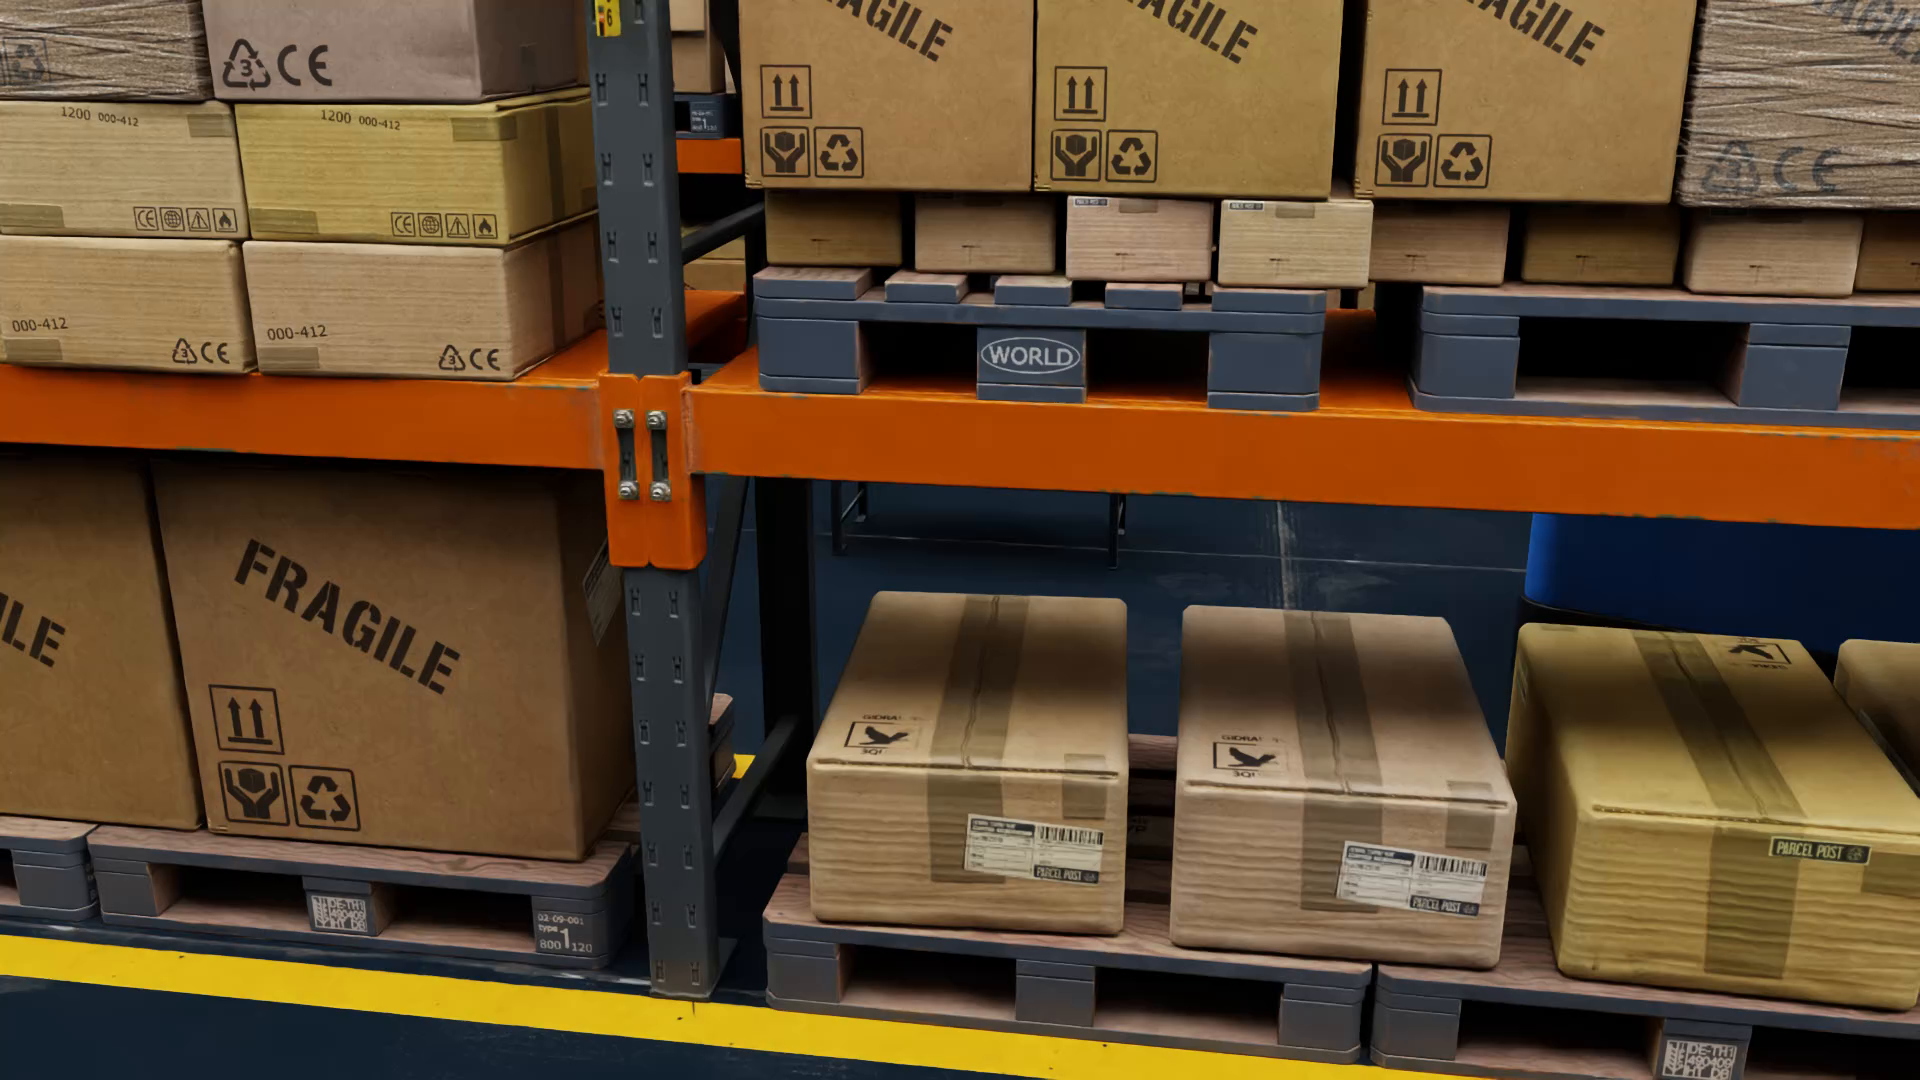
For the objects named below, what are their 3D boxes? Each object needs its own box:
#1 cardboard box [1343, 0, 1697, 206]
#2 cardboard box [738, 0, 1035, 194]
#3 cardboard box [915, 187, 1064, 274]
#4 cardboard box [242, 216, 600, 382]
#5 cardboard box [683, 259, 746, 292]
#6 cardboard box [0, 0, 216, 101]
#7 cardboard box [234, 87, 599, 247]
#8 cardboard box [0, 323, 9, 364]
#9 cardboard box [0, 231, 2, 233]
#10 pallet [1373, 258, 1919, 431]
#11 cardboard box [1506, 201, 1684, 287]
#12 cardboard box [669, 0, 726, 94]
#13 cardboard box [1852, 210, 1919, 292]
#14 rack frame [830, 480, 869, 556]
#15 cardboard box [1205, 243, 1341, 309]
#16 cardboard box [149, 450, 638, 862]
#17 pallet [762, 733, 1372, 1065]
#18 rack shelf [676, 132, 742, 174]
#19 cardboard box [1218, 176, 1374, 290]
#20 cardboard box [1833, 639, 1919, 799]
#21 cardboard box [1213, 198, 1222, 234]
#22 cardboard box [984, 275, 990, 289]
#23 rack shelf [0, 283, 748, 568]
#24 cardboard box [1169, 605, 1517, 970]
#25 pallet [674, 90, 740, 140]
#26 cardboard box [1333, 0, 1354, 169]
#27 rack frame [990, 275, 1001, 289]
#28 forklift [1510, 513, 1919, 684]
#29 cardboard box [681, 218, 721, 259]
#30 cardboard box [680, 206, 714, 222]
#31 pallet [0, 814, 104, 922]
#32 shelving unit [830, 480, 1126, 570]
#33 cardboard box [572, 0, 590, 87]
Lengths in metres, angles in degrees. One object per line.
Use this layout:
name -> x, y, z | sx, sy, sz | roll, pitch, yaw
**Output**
cardboard box -> 0.946, -0.868, 2.881 | 0.500, 0.500, 0.500 | 3, 19, 10
cardboard box -> -0.095, -0.916, 3.026 | 0.500, 0.500, 0.500 | 2, 19, 7
cardboard box -> 0.062, -0.605, 3.117 | 0.250, 0.149, 0.380 | 2, 19, 5
cardboard box -> -1.043, -0.497, 3.297 | 0.500, 0.250, 0.500 | 2, 19, 7
cardboard box -> -1.180, -1.201, 8.442 | 0.500, 0.500, 0.500 | 4, 19, 11
cardboard box -> -1.563, -1.113, 3.168 | 0.500, 0.500, 0.500 | 3, 19, 10
cardboard box -> -1.021, -0.735, 3.220 | 0.500, 0.250, 0.500 | 3, 19, 8
cardboard box -> -2.045, -0.548, 3.450 | 0.500, 0.250, 0.500 | 3, 19, 8
cardboard box -> -2.037, -0.779, 3.351 | 0.500, 0.250, 0.500 | 2, 19, 7
pallet -> 1.458, -0.446, 3.211 | 1.213, 0.211, 1.003 | 3, 19, 9
cardboard box -> 1.129, -0.566, 3.002 | 0.250, 0.149, 0.380 | 4, 19, 11
cardboard box -> -1.360, -2.451, 8.078 | 0.637, 0.503, 0.797 | 2, 19, 7
cardboard box -> 1.646, -0.543, 2.934 | 0.250, 0.149, 0.380 | 2, 19, 7
rack frame -> -0.418, -0.733, 6.129 | 0.032, 1.500, 0.500 | 3, 19, 9
cardboard box -> 1.541, -1.186, 8.201 | 0.625, 0.625, 0.875 | 4, 19, 10
cardboard box -> -1.172, 0.124, 3.893 | 0.875, 0.875, 0.875 | 3, 19, 8
pallet -> 0.268, 0.738, 3.764 | 1.213, 0.211, 1.003 | 3, 19, 9
rack shelf -> -1.694, -1.939, 8.503 | 4.000, 0.370, 1.077 | 3, 19, 9
cardboard box -> 0.593, -0.556, 2.972 | 0.250, 0.149, 0.380 | 3, 19, 9
cardboard box -> 2.218, 0.564, 3.371 | 0.625, 0.372, 0.950 | 4, 19, 12
cardboard box -> 0.637, -0.756, 3.571 | 0.250, 0.149, 0.380 | 2, 19, 6
cardboard box -> -0.091, -1.302, 8.744 | 0.500, 0.500, 0.500 | 4, 19, 11
rack shelf -> -2.478, -0.383, 3.855 | 4.000, 0.370, 1.077 | 3, 19, 9
cardboard box -> 0.783, 0.489, 3.593 | 0.625, 0.372, 0.950 | 3, 19, 8
pallet -> -1.640, -2.185, 8.407 | 1.213, 0.211, 1.003 | 3, 19, 9
cardboard box -> 1.001, -1.028, 3.360 | 0.500, 0.500, 0.500 | 2, 19, 5
rack frame -> 0.281, -2.179, 8.089 | 0.127, 3.000, 1.000 | 3, 19, 9
forklift -> 3.169, -0.828, 4.158 | 3.031, 2.935, 1.130 | 10, 21, 28
cardboard box -> -1.274, -1.517, 8.365 | 0.250, 0.149, 0.380 | 3, 19, 8
cardboard box -> -1.470, -1.673, 8.830 | 0.250, 0.149, 0.380 | 3, 19, 9
pallet -> -2.470, 0.573, 4.258 | 1.213, 0.211, 1.003 | 3, 19, 9
shelving unit -> 0.084, -0.707, 6.052 | 1.048, 1.500, 0.538 | 3, 19, 9
cardboard box -> -0.951, -1.247, 3.569 | 0.500, 0.500, 0.500 | 2, 19, 7
